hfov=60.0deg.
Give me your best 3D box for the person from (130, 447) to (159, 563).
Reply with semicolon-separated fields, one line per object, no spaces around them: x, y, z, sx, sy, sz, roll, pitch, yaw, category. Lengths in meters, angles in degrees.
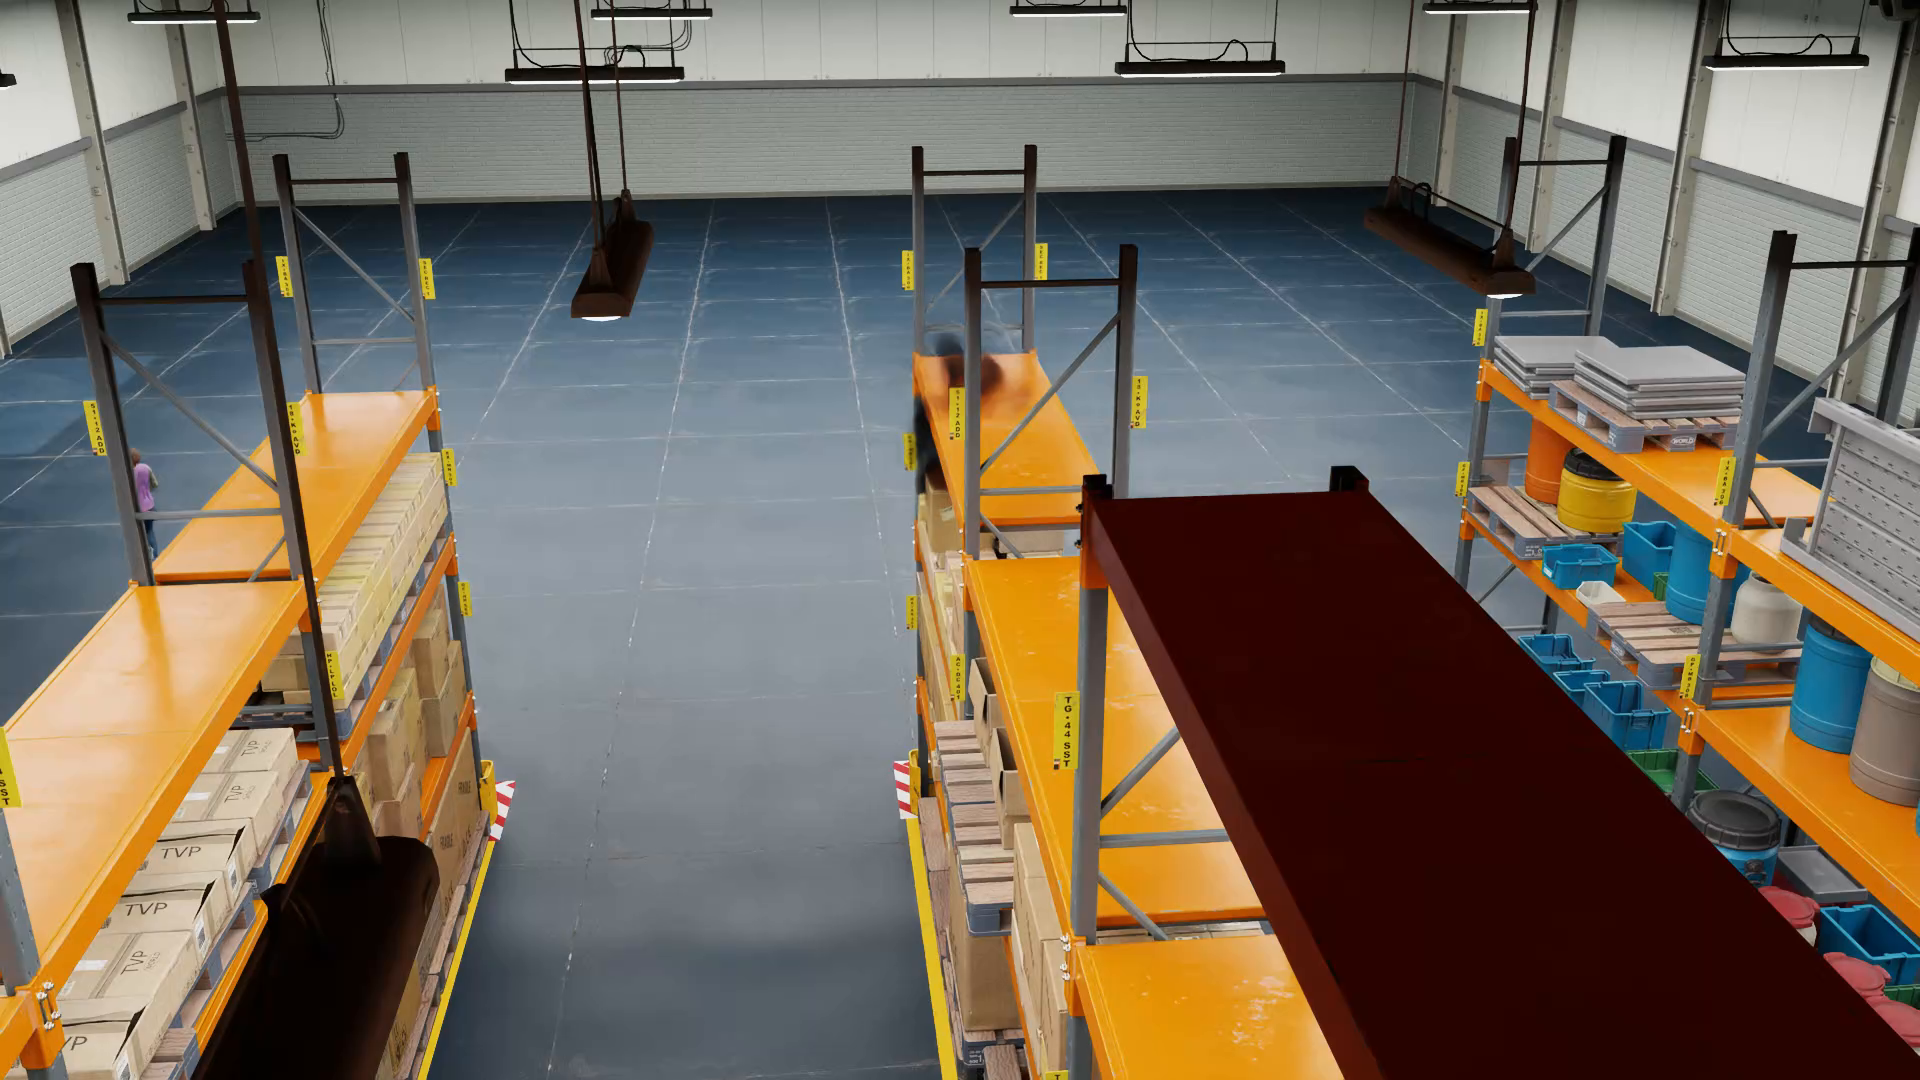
-10.172;-0.365;20.576;0.533;1.469;0.526;18;28;39;person
